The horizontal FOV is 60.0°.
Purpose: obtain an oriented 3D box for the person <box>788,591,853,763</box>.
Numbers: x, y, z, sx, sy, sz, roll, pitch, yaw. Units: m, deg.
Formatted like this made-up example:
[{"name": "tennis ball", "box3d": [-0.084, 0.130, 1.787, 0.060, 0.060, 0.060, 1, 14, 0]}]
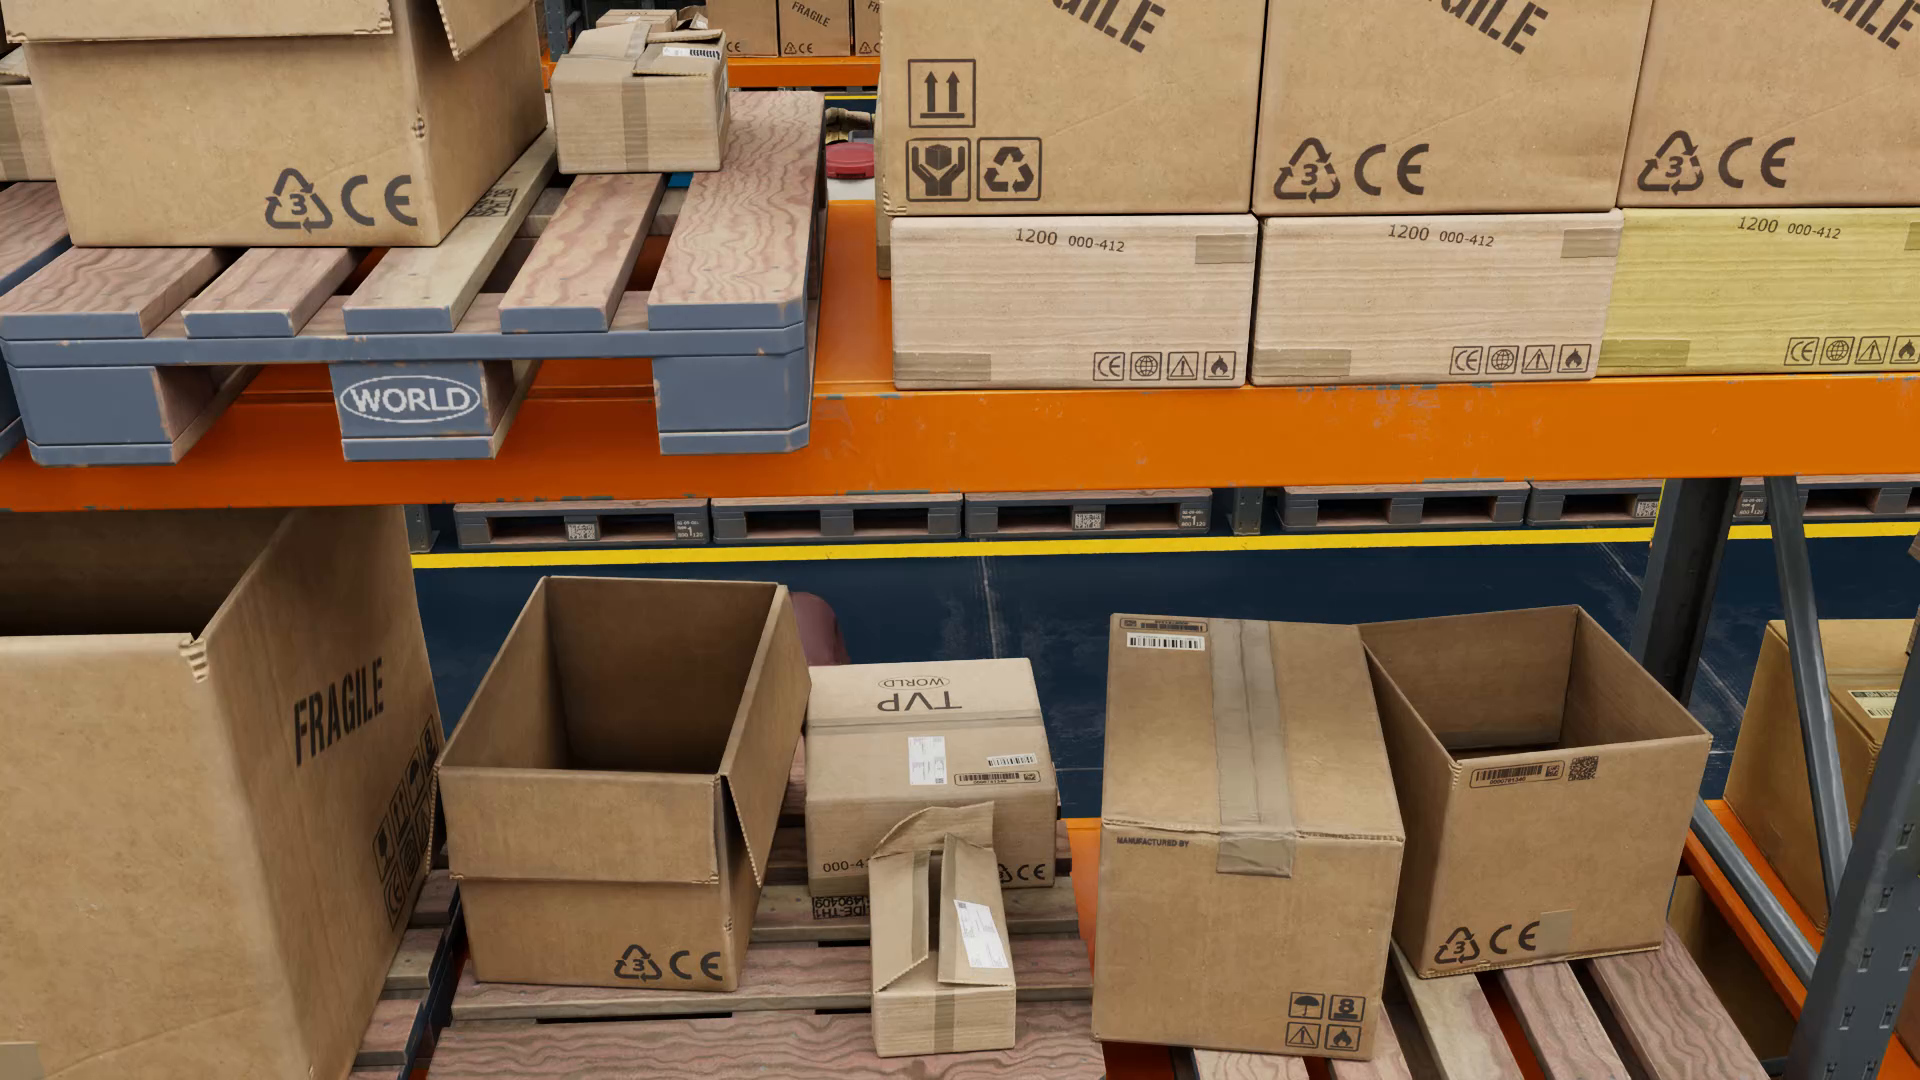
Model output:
[{"name": "person", "box3d": [-0.575, 0.764, 5.400, 0.578, 1.090, 0.950, -2, 27, -5]}]
